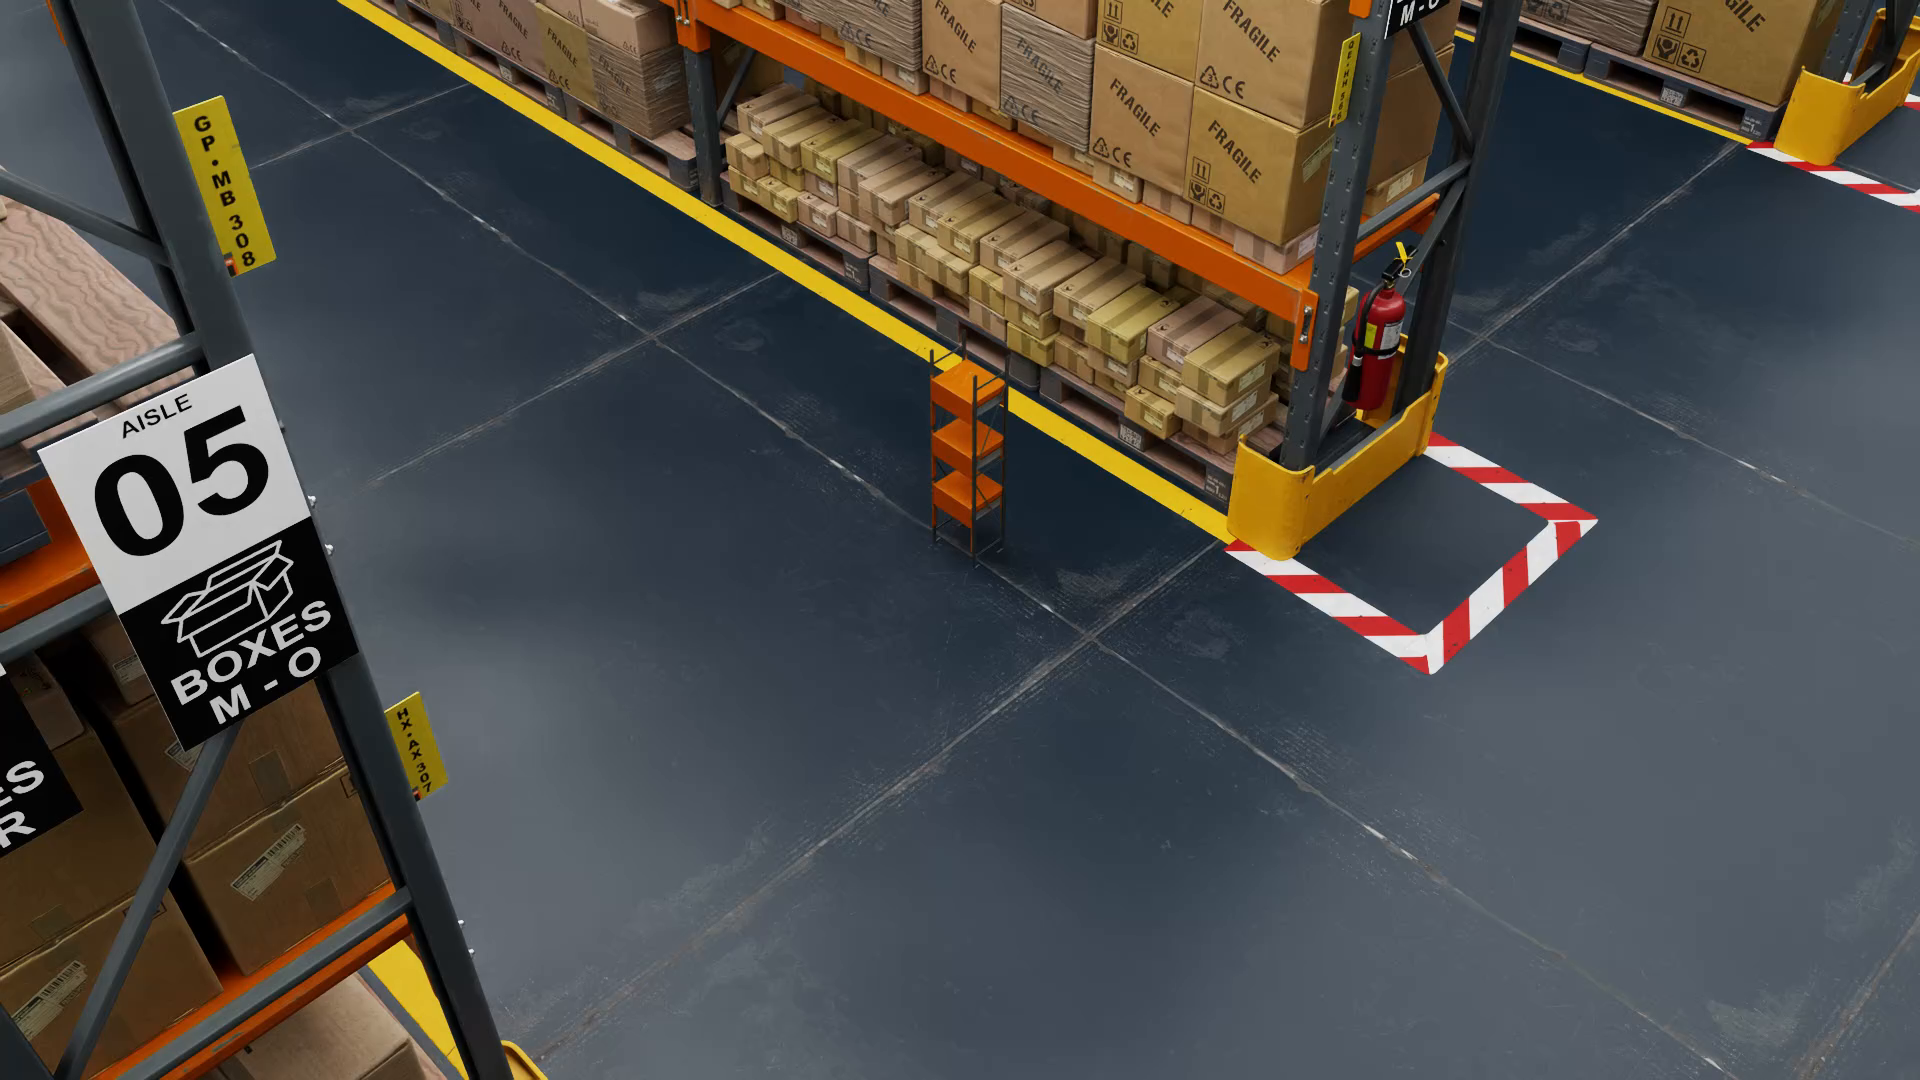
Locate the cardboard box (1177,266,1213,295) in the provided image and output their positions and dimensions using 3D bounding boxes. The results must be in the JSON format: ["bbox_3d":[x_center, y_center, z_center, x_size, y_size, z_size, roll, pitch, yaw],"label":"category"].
[{"bbox_3d":[1.254,-1.315,7.933,0.250,0.149,0.380,34,53,31],"label":"cardboard box"}]

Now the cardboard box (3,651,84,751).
[{"bbox_3d":[-2.079,0.385,3.452,0.380,0.149,0.250,-33,52,-31],"label":"cardboard box"}]

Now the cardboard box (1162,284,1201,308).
[{"bbox_3d":[1.173,-1.142,7.965,0.380,0.149,0.250,-33,52,-31],"label":"cardboard box"}]

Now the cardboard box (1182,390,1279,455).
[{"bbox_3d":[1.231,-0.577,7.573,0.380,0.149,0.250,-33,52,-31],"label":"cardboard box"}]

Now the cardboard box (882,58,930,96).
[{"bbox_3d":[-0.142,-2.244,7.771,0.380,0.149,0.250,-32,51,-30],"label":"cardboard box"}]

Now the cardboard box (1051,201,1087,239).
[{"bbox_3d":[0.677,-1.680,8.328,0.380,0.149,0.250,-33,52,-31],"label":"cardboard box"}]

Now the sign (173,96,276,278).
[{"bbox_3d":[-1.286,-0.611,2.906,0.100,0.325,0.005,-34,53,-31],"label":"sign"}]

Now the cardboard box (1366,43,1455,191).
[{"bbox_3d":[1.629,-1.811,6.824,0.500,0.500,0.500,-32,51,-30],"label":"cardboard box"}]

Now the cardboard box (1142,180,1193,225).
[{"bbox_3d":[0.983,-1.497,6.962,0.250,0.149,0.380,34,52,31],"label":"cardboard box"}]

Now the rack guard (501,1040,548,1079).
[{"bbox_3d":[-1.666,2.034,4.798,1.175,0.500,0.348,-34,53,-31],"label":"rack guard"}]

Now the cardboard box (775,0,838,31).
[{"bbox_3d":[-0.549,-2.792,7.886,0.500,0.500,0.500,-34,53,-31],"label":"cardboard box"}]

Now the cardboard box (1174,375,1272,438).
[{"bbox_3d":[1.175,-0.650,7.433,0.250,0.149,0.380,33,52,30],"label":"cardboard box"}]

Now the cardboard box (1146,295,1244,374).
[{"bbox_3d":[1.060,-0.924,7.510,0.380,0.149,0.250,-33,52,-31],"label":"cardboard box"}]

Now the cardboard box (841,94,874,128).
[{"bbox_3d":[-0.431,-2.415,9.123,0.380,0.149,0.250,-33,52,-31],"label":"cardboard box"}]

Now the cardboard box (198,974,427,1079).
[{"bbox_3d":[-2.220,1.621,4.981,0.875,0.438,0.875,32,52,30],"label":"cardboard box"}]

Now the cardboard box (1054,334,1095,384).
[{"bbox_3d":[0.668,-0.933,7.958,0.380,0.149,0.250,-34,52,-31],"label":"cardboard box"}]

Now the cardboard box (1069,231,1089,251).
[{"bbox_3d":[0.593,-1.510,8.363,0.380,0.149,0.250,-31,51,-29],"label":"cardboard box"}]

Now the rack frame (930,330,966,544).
[{"bbox_3d":[-0.048,-0.418,7.047,0.200,1.050,0.008,-34,53,-31],"label":"rack frame"}]

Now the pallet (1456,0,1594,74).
[{"bbox_3d":[3.856,-3.554,11.058,1.003,0.211,1.213,-34,53,-31],"label":"pallet"}]

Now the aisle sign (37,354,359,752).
[{"bbox_3d":[-1.427,0.045,3.193,0.394,0.787,0.004,-34,53,-31],"label":"aisle sign"}]

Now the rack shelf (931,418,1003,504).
[{"bbox_3d":[0.038,-0.352,6.990,0.215,0.259,0.240,-34,53,-31],"label":"rack shelf"}]

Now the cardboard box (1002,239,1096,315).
[{"bbox_3d":[0.420,-1.245,7.857,0.380,0.149,0.250,-32,52,-30],"label":"cardboard box"}]

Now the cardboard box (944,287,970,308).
[{"bbox_3d":[0.140,-1.324,8.381,0.380,0.149,0.250,-33,52,-30],"label":"cardboard box"}]

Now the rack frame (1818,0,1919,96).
[{"bbox_3d":[5.333,-3.646,9.102,1.000,3.000,0.127,-34,53,-31],"label":"rack frame"}]

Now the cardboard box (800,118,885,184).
[{"bbox_3d":[-0.612,-2.041,8.719,0.250,0.149,0.380,33,52,31],"label":"cardboard box"}]

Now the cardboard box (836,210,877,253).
[{"bbox_3d":[-0.430,-1.697,8.785,0.250,0.149,0.380,33,52,31],"label":"cardboard box"}]

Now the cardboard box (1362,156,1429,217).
[{"bbox_3d":[1.753,-1.538,7.006,0.250,0.149,0.380,34,52,31],"label":"cardboard box"}]

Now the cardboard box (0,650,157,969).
[{"bbox_3d":[-2.192,0.582,3.716,0.500,0.500,0.500,-32,52,-30],"label":"cardboard box"}]

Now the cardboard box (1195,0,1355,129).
[{"bbox_3d":[1.251,-1.931,6.217,0.500,0.500,0.500,33,52,31],"label":"cardboard box"}]

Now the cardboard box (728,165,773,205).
[{"bbox_3d":[-1.045,-2.017,9.132,0.250,0.149,0.380,32,51,30],"label":"cardboard box"}]

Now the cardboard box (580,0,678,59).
[{"bbox_3d":[-1.780,-2.987,9.370,0.500,0.250,0.500,33,52,30],"label":"cardboard box"}]

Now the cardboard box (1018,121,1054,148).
[{"bbox_3d":[0.472,-1.907,7.406,0.250,0.149,0.380,32,51,30],"label":"cardboard box"}]

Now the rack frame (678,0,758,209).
[{"bbox_3d":[-1.075,-3.239,8.662,1.000,3.000,0.127,-34,53,-31],"label":"rack frame"}]

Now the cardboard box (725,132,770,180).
[{"bbox_3d":[-1.045,-2.128,9.032,0.380,0.149,0.250,-32,51,-30],"label":"cardboard box"}]

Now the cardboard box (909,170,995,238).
[{"bbox_3d":[-0.039,-1.674,8.322,0.250,0.149,0.380,32,51,30],"label":"cardboard box"}]

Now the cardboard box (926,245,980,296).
[{"bbox_3d":[0.050,-1.393,8.237,0.380,0.149,0.250,-34,52,-31],"label":"cardboard box"}]

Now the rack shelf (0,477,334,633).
[{"bbox_3d":[-3.096,-0.695,4.229,1.077,0.370,4.000,-34,53,-31],"label":"rack shelf"}]

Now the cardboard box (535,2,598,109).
[{"bbox_3d":[-2.138,-2.957,9.889,0.500,0.500,0.500,33,52,30],"label":"cardboard box"}]

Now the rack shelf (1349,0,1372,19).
[{"bbox_3d":[0.338,-3.116,6.849,1.077,0.370,4.000,-34,53,-31],"label":"rack shelf"}]

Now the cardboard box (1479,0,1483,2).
[{"bbox_3d":[3.553,-4.154,10.908,0.875,0.875,0.875,-34,53,-31],"label":"cardboard box"}]

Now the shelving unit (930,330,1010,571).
[{"bbox_3d":[0.038,-0.360,6.983,0.215,1.050,0.252,-34,53,-31],"label":"shelving unit"}]

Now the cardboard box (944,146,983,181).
[{"bbox_3d":[0.135,-2.051,8.729,0.250,0.149,0.380,32,51,30],"label":"cardboard box"}]

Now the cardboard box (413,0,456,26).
[{"bbox_3d":[-3.223,-3.695,10.689,0.500,0.500,0.500,-33,52,-31],"label":"cardboard box"}]

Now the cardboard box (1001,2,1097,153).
[{"bbox_3d":[0.526,-2.045,7.077,0.500,0.500,0.500,-34,52,-31],"label":"cardboard box"}]

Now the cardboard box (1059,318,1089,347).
[{"bbox_3d":[0.690,-1.078,7.895,0.250,0.149,0.380,34,52,31],"label":"cardboard box"}]

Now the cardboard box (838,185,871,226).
[{"bbox_3d":[-0.417,-1.818,8.697,0.250,0.149,0.380,32,51,30],"label":"cardboard box"}]

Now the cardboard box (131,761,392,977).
[{"bbox_3d":[-1.819,0.699,4.327,0.500,0.500,0.500,34,52,31],"label":"cardboard box"}]

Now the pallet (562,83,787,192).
[{"bbox_3d":[-1.626,-2.588,10.013,1.003,0.211,1.213,-34,53,-31],"label":"pallet"}]

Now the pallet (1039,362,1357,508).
[{"bbox_3d":[1.148,-0.737,8.009,1.003,0.211,1.213,-34,53,-31],"label":"pallet"}]

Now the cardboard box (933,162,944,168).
[{"bbox_3d":[-0.118,-2.045,8.942,0.380,0.149,0.250,-34,52,-31],"label":"cardboard box"}]

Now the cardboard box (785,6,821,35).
[{"bbox_3d":[-0.646,-2.662,8.223,0.250,0.149,0.380,32,51,30],"label":"cardboard box"}]
